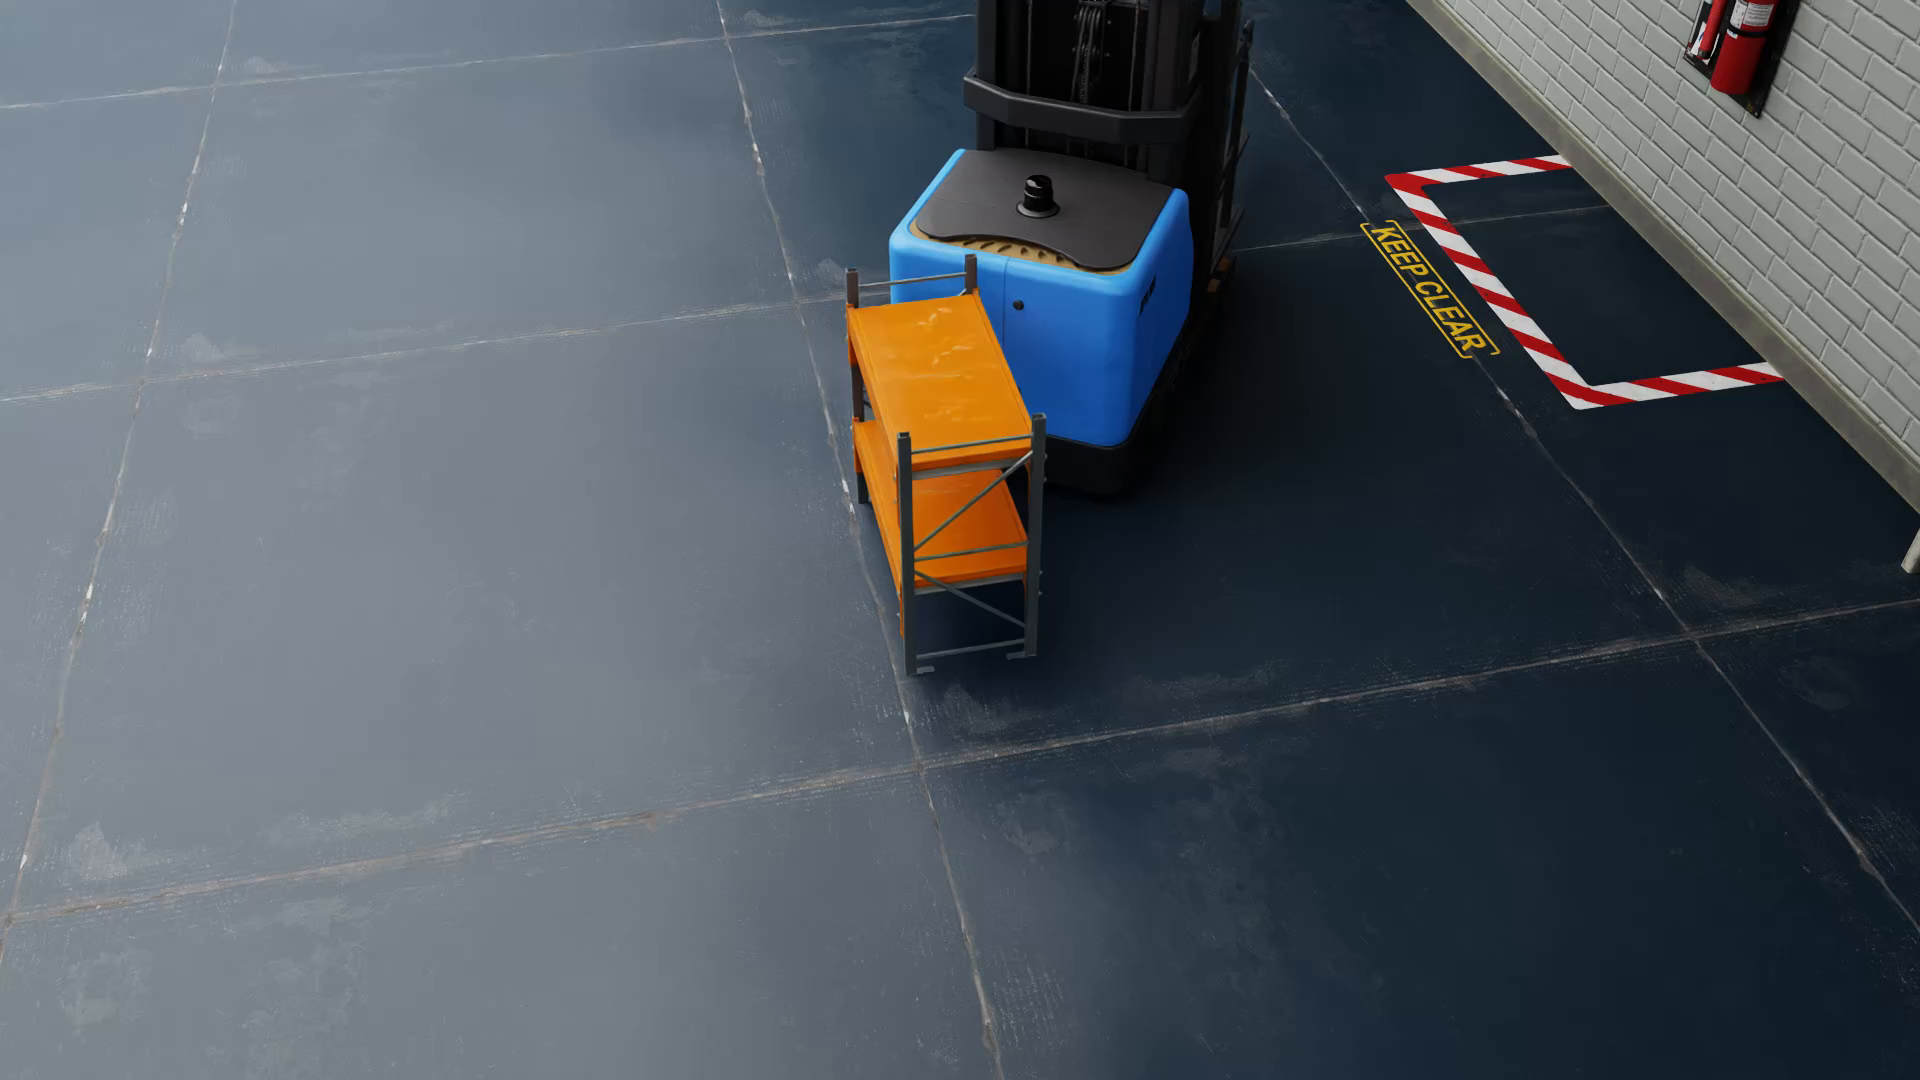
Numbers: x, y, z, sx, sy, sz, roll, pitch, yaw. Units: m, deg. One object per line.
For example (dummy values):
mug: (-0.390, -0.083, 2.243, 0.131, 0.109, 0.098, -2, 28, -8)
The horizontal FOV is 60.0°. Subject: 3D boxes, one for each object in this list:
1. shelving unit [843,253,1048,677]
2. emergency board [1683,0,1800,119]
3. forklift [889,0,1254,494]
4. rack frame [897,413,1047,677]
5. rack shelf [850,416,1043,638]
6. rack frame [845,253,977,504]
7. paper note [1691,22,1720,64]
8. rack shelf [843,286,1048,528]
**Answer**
shelving unit: (-0.071, -0.287, 6.225, 0.538, 1.125, 1.048, -8, 42, -9)
emergency board: (3.451, -2.526, 7.336, 0.194, 1.169, 0.643, -8, 42, -9)
forklift: (0.700, -2.273, 7.102, 1.130, 2.935, 3.031, 14, 43, 15)
rack frame: (0.040, 0.043, 5.854, 0.500, 1.125, 0.032, -8, 42, -9)
rack shelf: (-0.071, -0.104, 6.388, 0.538, 0.278, 1.000, -8, 42, -9)
rack frame: (-0.181, -0.616, 6.597, 0.500, 1.125, 0.032, -8, 42, -9)
paper note: (3.481, -2.321, 7.769, 0.016, 0.148, 0.142, -8, 42, -9)
rack shelf: (-0.071, -0.505, 6.031, 0.538, 0.278, 1.000, -8, 42, -9)
